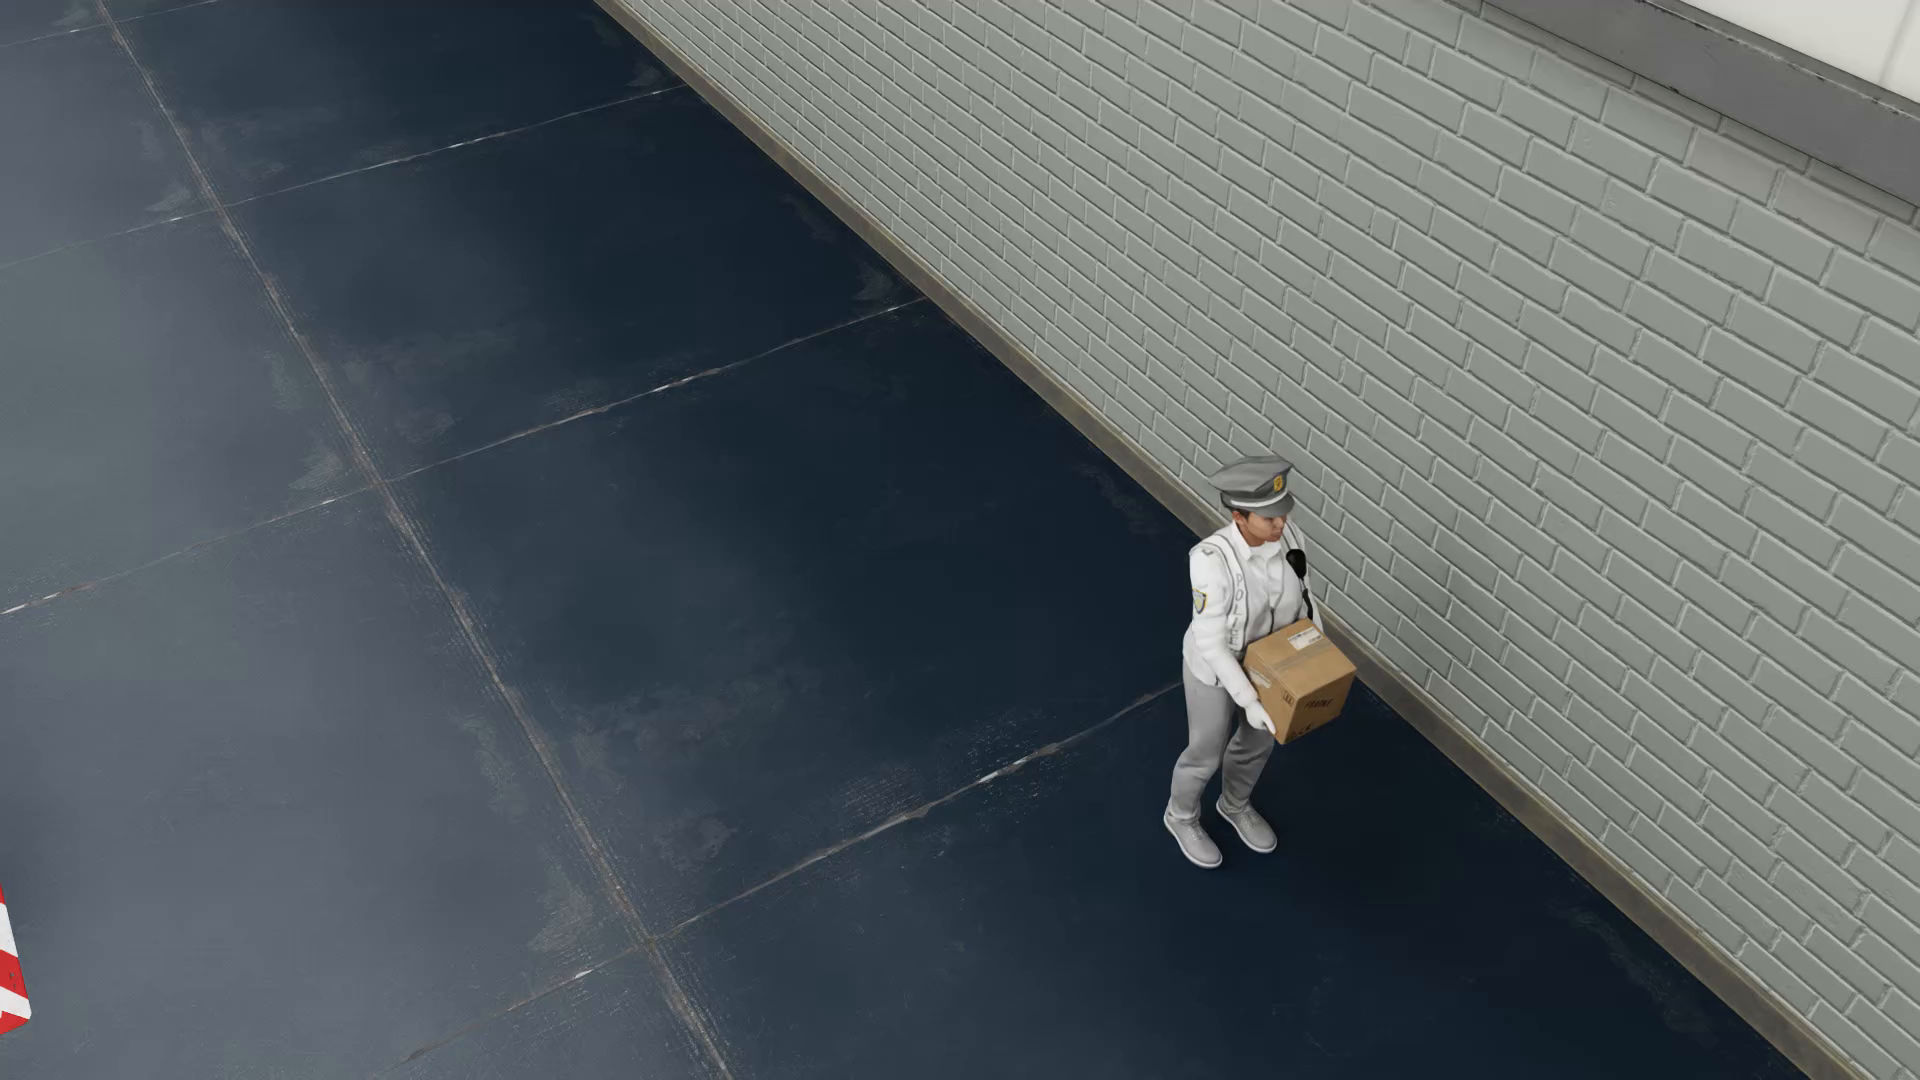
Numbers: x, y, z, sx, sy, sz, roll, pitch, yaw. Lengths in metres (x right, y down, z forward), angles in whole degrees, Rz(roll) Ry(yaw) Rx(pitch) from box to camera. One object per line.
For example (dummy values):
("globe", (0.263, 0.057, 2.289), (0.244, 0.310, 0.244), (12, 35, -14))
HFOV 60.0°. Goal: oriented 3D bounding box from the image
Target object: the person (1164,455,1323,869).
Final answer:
("person", (0.984, 0.469, 5.603), (0.457, 1.690, 0.539), (-22, 46, -24))
